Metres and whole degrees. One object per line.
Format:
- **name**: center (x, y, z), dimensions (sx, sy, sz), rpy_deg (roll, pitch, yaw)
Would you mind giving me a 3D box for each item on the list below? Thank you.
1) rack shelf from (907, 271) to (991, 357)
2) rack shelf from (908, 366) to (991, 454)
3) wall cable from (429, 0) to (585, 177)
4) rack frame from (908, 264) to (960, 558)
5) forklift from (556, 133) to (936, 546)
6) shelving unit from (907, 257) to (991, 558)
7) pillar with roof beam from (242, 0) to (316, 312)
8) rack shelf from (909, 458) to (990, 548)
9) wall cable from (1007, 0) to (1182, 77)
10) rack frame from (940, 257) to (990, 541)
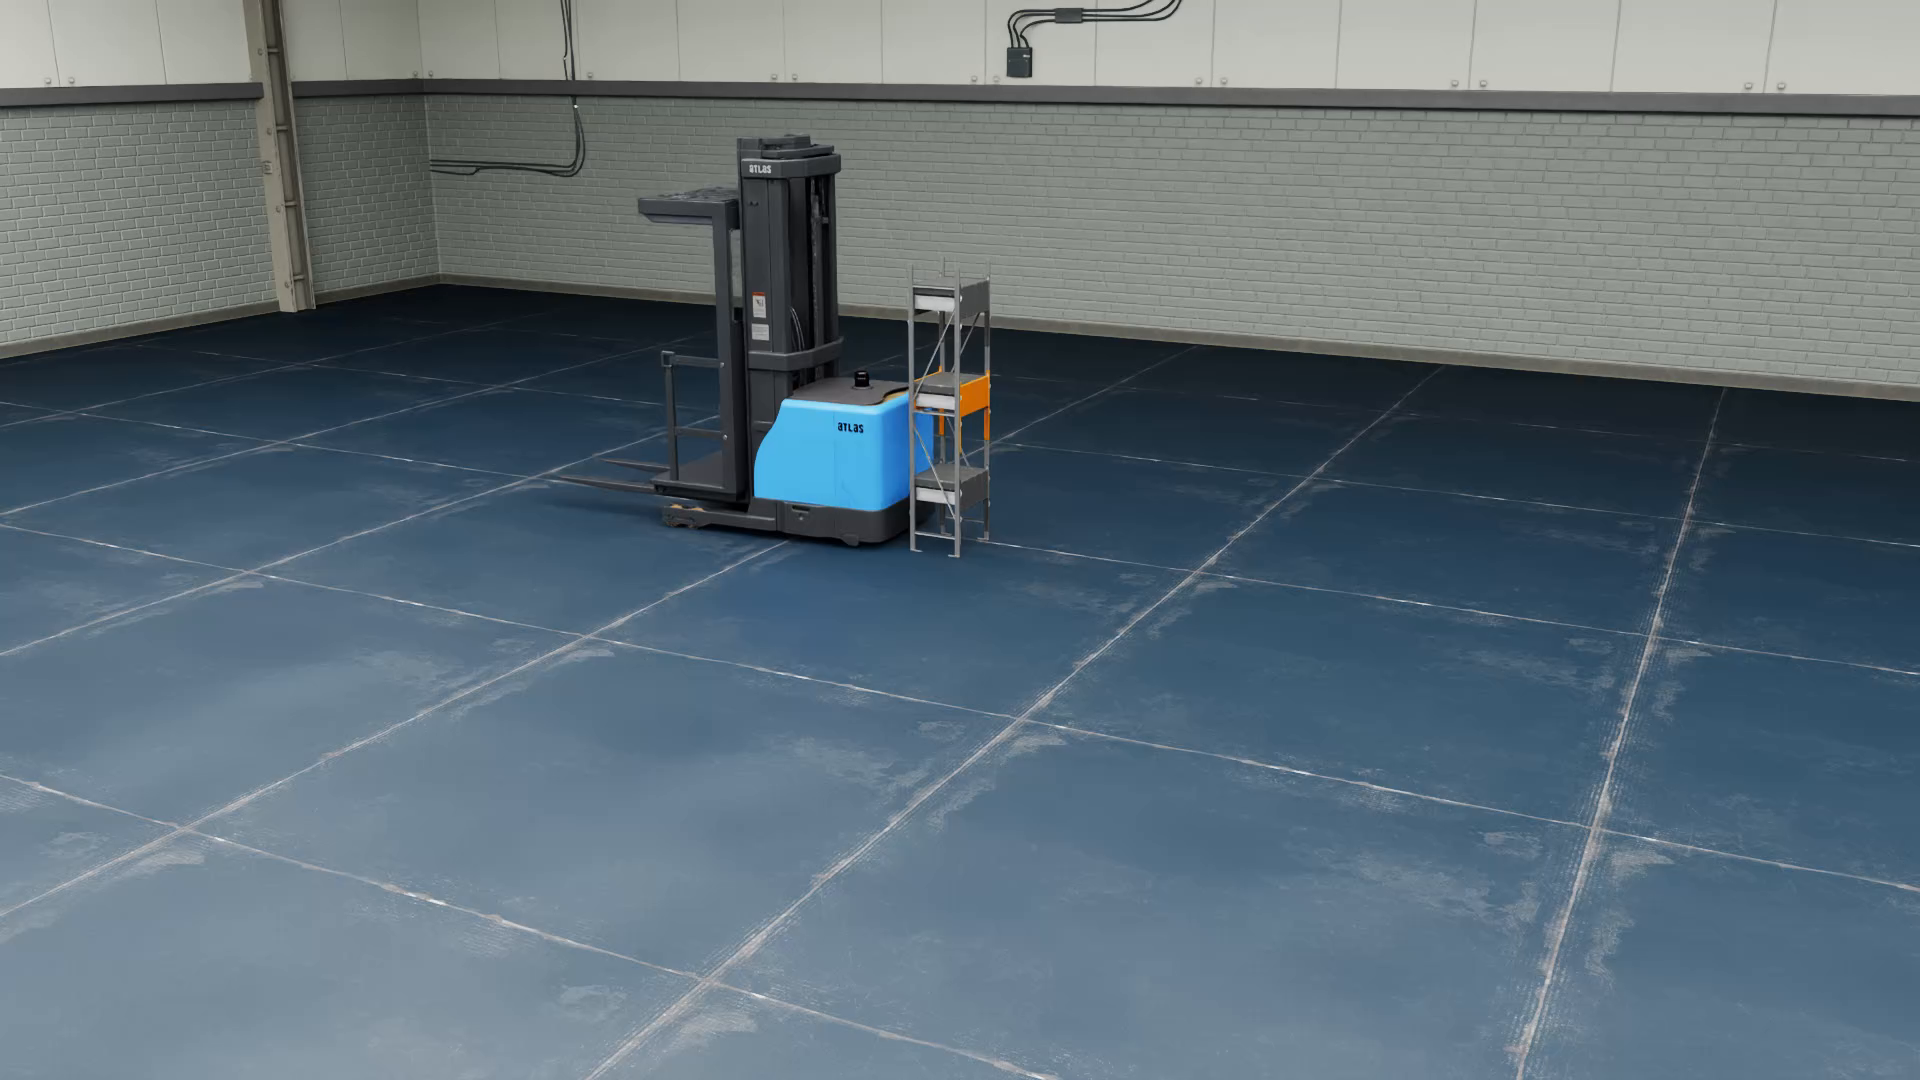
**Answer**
- **rack shelf**: center (-0.074, -1.622, 11.888), dimensions (0.431, 0.518, 0.480), rpy_deg (8, 18, 25)
- **rack shelf**: center (-0.074, -0.951, 12.087), dimensions (0.431, 0.518, 0.480), rpy_deg (8, 18, 25)
- **wall cable**: center (-6.853, -6.659, 24.593), dimensions (3.097, 2.526, 0.112), rpy_deg (8, 18, 25)
- **rack frame**: center (-0.183, -0.902, 11.874), dimensions (0.400, 2.100, 0.015), rpy_deg (8, 18, 25)
- **forklift**: center (-1.754, -1.617, 12.821), dimensions (3.031, 2.935, 1.130), rpy_deg (7, 18, 23)
- **shelving unit**: center (-0.074, -0.964, 12.083), dimensions (0.431, 2.100, 0.503), rpy_deg (8, 18, 25)
- **pillar with roof beam**: center (-5.501, -7.018, 20.347), dimensions (9.100, 9.000, 0.400), rpy_deg (8, 18, 25)
- **rack shelf**: center (-0.074, -0.280, 12.287), dimensions (0.431, 0.518, 0.480), rpy_deg (8, 18, 25)
- **wall cable**: center (1.633, -8.566, 19.586), dimensions (2.305, 6.003, 0.169), rpy_deg (8, 18, 25)
- **rack frame**: center (0.035, -1.027, 12.293), dimensions (0.400, 2.100, 0.015), rpy_deg (8, 18, 25)
